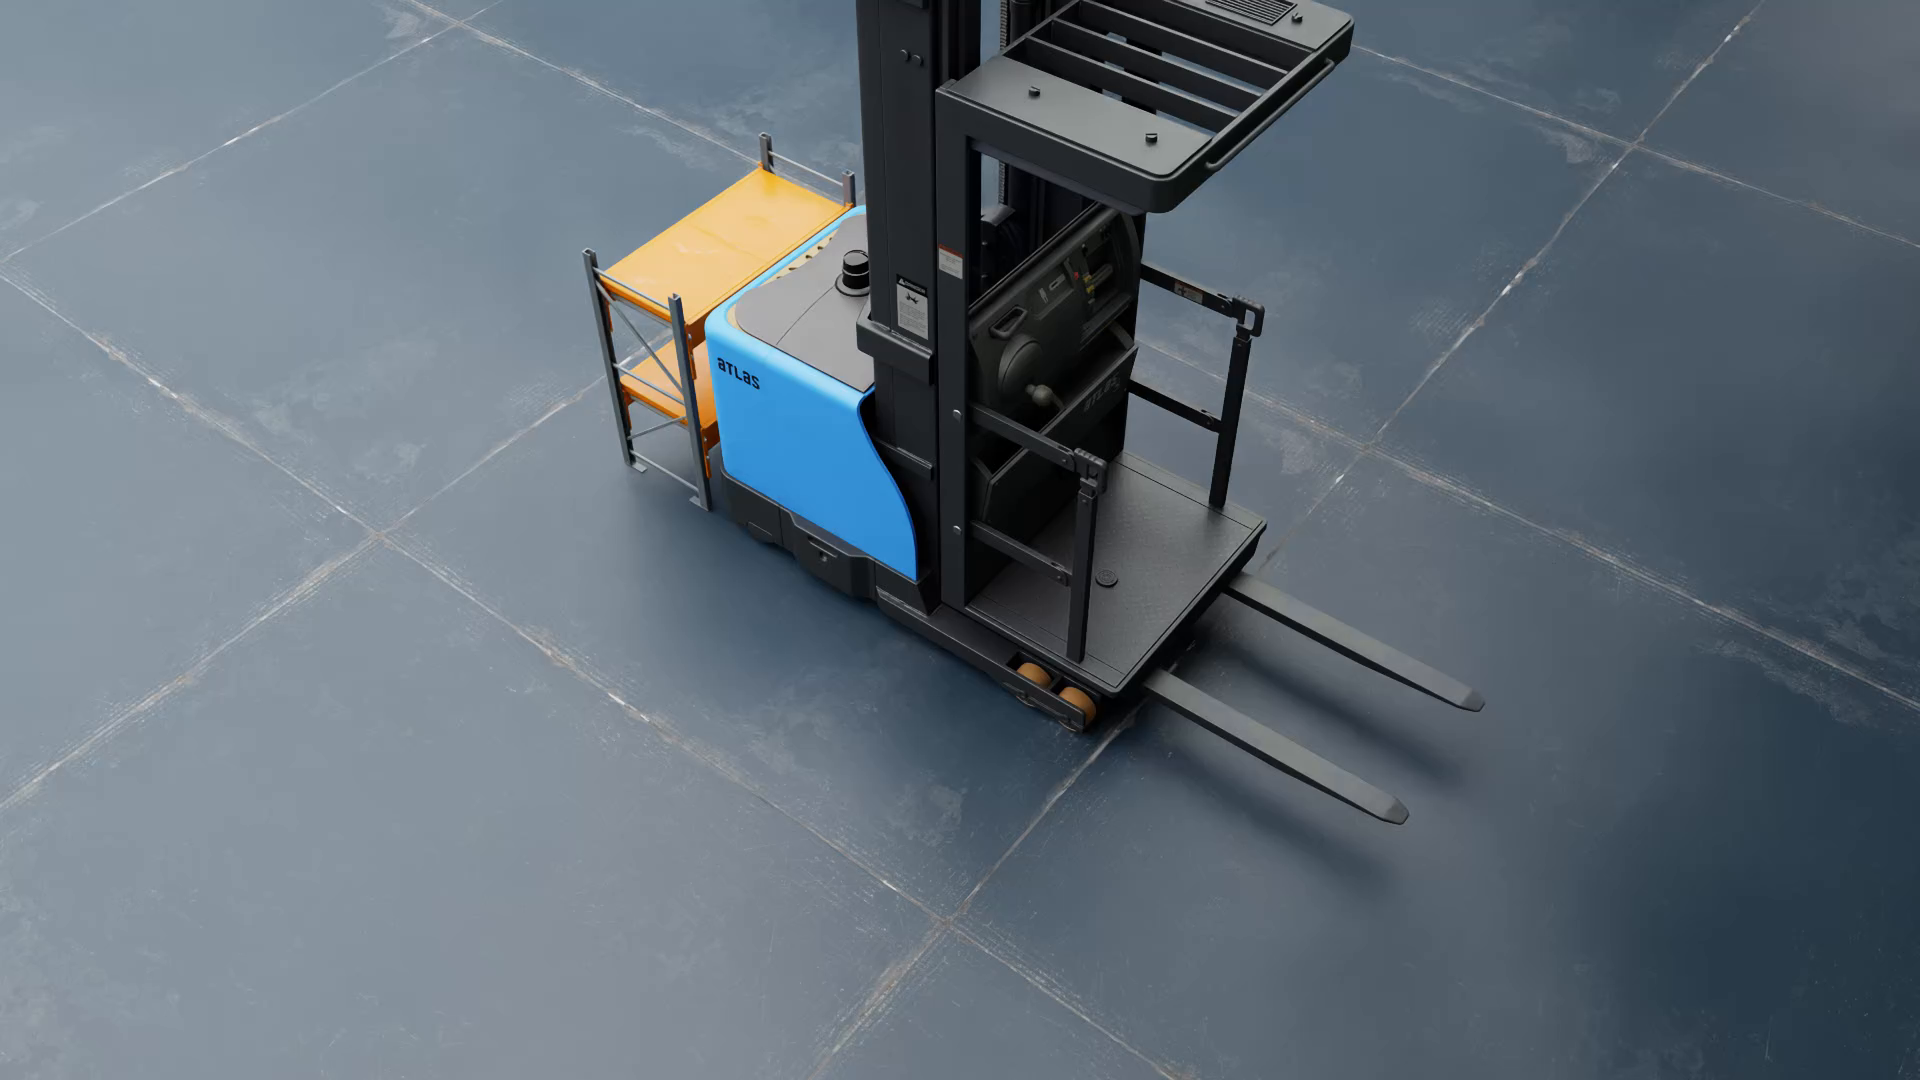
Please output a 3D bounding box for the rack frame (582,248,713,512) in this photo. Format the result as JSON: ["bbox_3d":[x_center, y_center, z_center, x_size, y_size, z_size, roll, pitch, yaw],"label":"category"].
[{"bbox_3d":[-1.253,-0.626,6.734,0.500,1.125,0.032,29,53,25],"label":"rack frame"}]

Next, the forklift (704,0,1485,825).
[{"bbox_3d":[0.502,-0.738,5.593,3.031,2.935,1.130,29,53,25],"label":"forklift"}]

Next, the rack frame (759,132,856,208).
[{"bbox_3d":[-0.638,-1.211,7.294,0.500,1.125,0.032,29,53,25],"label":"rack frame"}]

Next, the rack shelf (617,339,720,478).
[{"bbox_3d":[-0.946,-0.749,7.191,0.538,0.278,1.000,29,53,25],"label":"rack shelf"}]

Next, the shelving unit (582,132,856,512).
[{"bbox_3d":[-0.946,-0.918,7.014,0.538,1.125,1.048,29,53,25],"label":"shelving unit"}]

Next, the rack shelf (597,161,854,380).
[{"bbox_3d":[-0.946,-1.121,6.802,0.538,0.278,1.000,29,53,25],"label":"rack shelf"}]
